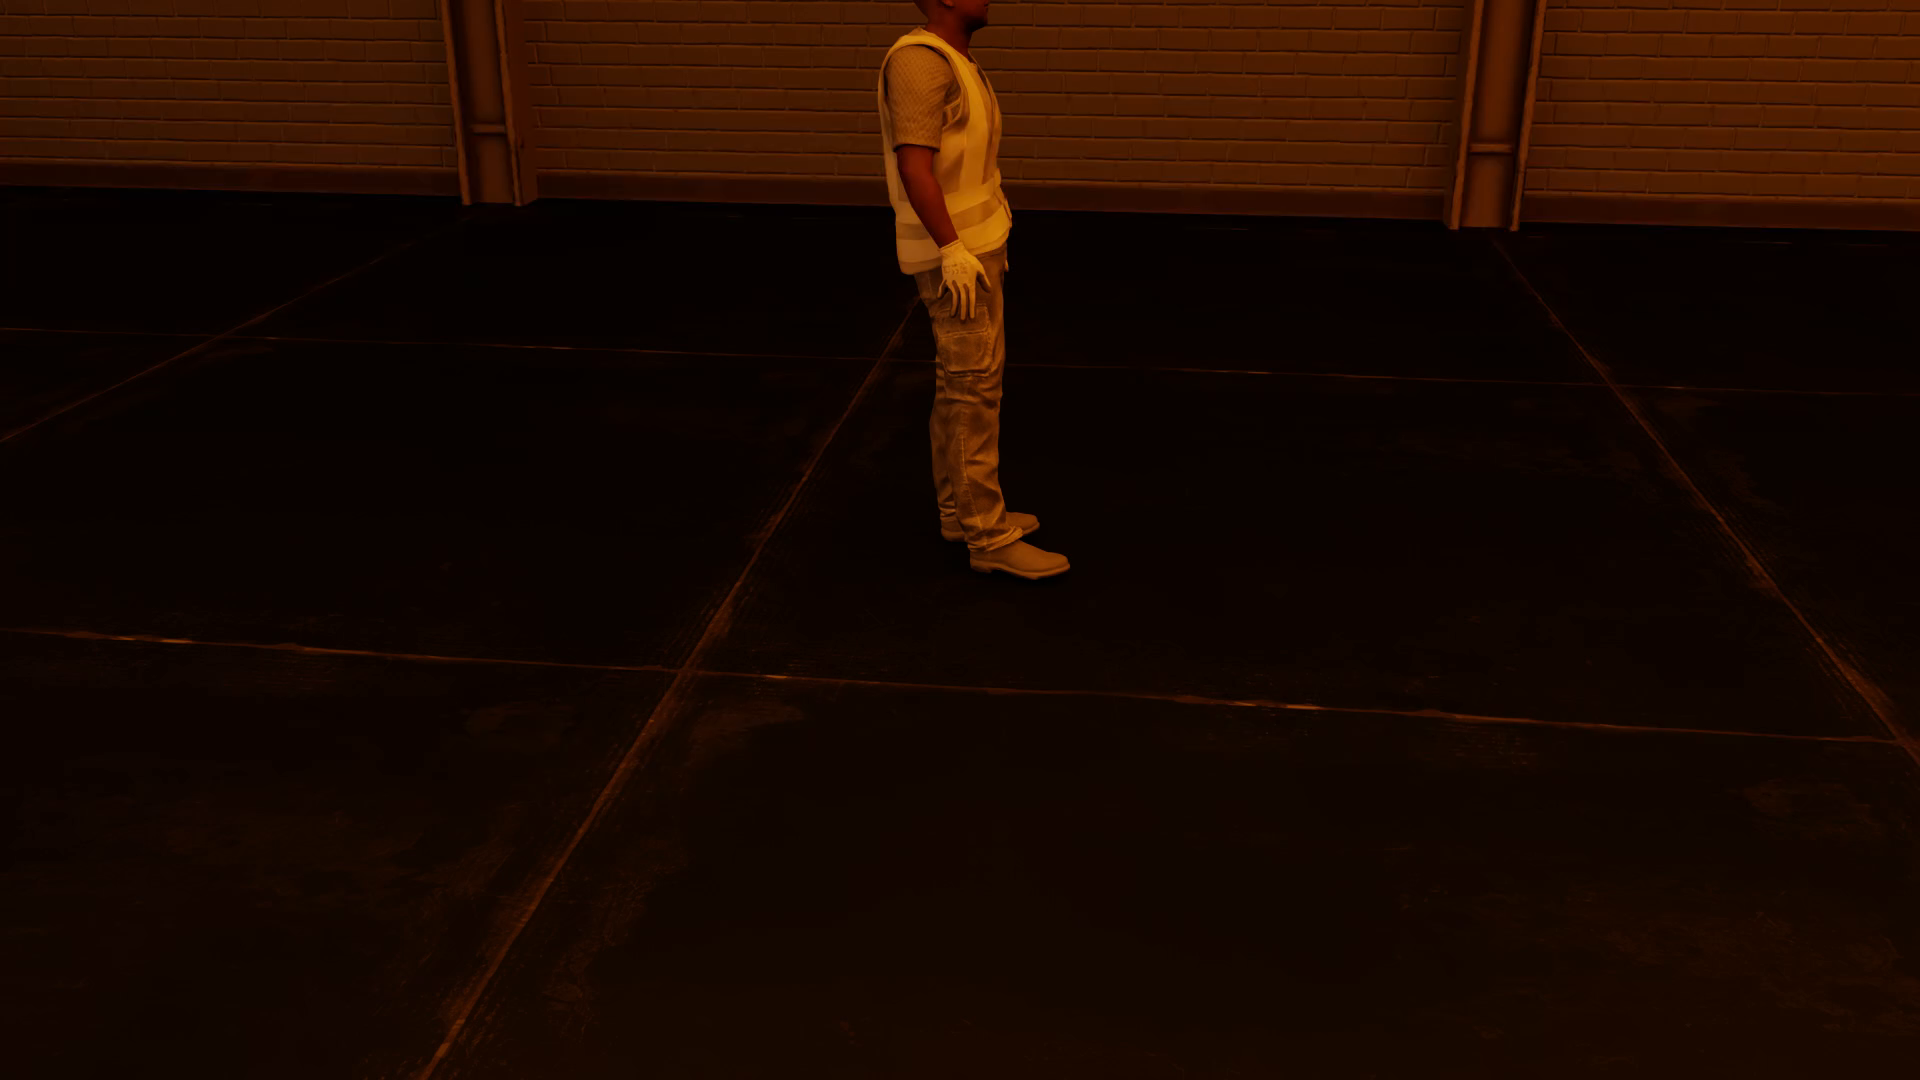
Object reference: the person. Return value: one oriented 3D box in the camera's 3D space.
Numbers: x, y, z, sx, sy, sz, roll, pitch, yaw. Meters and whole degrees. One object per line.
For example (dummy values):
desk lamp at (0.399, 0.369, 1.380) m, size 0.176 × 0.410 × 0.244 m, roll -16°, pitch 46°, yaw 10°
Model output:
person at (0.070, -0.827, 4.824) m, size 0.577 × 1.782 × 0.656 m, roll 3°, pitch 22°, yaw 7°
